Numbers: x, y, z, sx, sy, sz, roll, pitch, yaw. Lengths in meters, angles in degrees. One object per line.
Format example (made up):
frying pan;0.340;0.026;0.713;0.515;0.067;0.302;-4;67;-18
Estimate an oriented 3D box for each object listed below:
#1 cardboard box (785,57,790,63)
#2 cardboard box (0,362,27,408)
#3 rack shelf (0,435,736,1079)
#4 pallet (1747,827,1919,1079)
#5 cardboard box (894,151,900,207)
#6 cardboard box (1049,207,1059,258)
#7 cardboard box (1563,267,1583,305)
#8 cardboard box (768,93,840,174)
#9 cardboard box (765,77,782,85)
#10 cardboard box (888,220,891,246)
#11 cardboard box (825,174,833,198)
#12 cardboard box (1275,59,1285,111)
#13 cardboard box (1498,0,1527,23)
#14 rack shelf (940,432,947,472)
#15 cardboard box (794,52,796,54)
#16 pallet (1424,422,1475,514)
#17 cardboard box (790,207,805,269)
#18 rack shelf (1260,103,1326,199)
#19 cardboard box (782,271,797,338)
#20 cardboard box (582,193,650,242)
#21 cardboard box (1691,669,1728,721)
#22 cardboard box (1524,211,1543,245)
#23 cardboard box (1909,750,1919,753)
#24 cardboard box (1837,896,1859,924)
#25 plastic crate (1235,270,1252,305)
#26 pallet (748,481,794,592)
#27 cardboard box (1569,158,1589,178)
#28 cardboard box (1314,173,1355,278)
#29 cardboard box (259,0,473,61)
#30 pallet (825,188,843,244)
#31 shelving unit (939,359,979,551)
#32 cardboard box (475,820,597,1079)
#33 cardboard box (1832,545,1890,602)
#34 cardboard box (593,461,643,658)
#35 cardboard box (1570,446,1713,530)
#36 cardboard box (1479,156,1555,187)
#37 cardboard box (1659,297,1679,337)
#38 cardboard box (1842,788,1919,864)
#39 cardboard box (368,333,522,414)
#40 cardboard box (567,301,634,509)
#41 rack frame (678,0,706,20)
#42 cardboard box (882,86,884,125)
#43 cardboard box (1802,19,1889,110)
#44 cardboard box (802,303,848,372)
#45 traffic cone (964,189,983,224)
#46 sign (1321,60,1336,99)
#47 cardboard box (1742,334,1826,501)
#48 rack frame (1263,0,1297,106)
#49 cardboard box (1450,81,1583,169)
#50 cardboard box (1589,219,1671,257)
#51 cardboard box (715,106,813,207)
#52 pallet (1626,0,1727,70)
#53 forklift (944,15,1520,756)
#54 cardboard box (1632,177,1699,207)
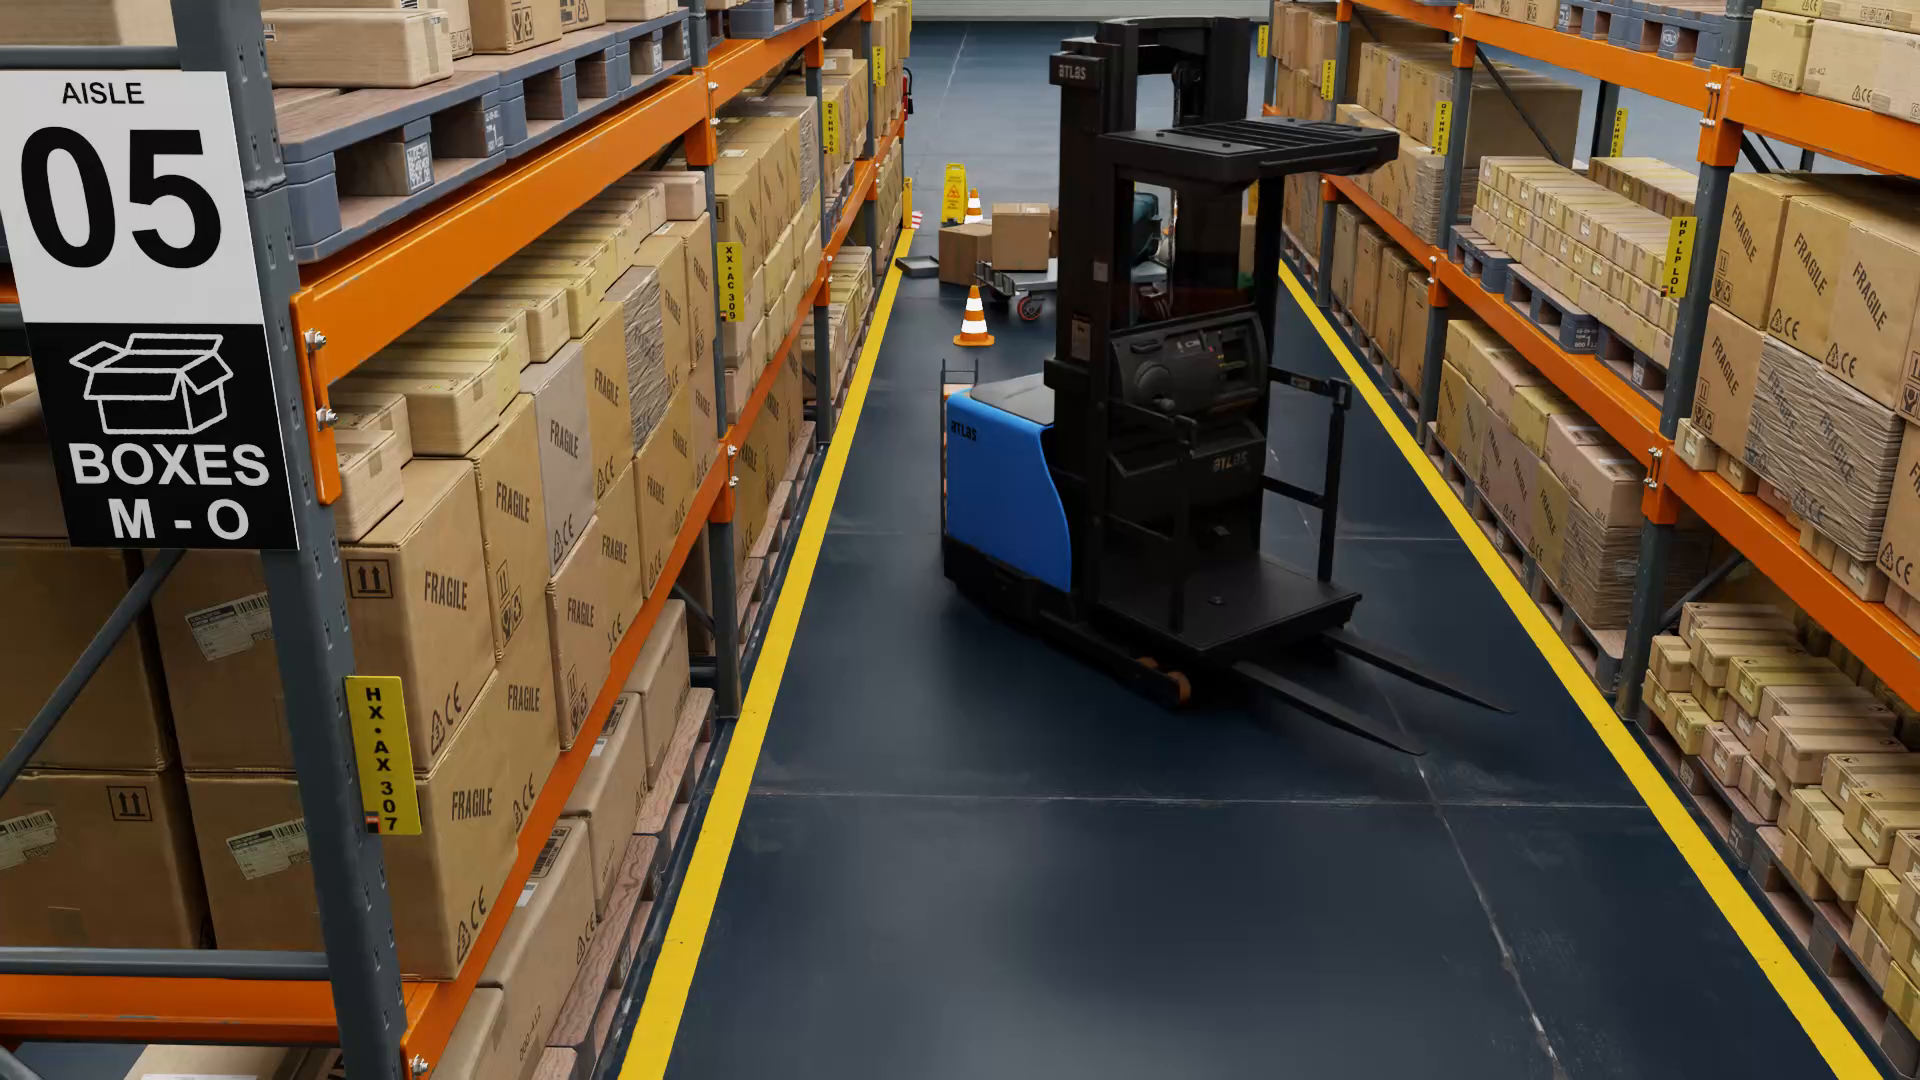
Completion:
cardboard box;-1.614;-4.026;13.731;0.380;0.149;0.250;1;21;1
cardboard box;-6.153;-0.810;10.345;0.500;0.500;0.500;0;21;1
rack shelf;-1.551;0.442;5.237;1.077;0.370;4.000;1;21;2
pallet;3.442;1.387;5.662;1.003;0.211;1.213;1;21;2
cardboard box;-0.901;-3.737;17.198;0.500;0.500;0.500;1;21;4
cardboard box;1.352;-3.128;16.895;0.797;0.503;0.637;-16;26;-35
cardboard box;3.312;-1.294;8.483;0.380;0.149;0.250;2;21;4
cardboard box;-1.114;-2.792;11.448;0.500;0.500;0.500;2;21;4
cardboard box;-1.595;-3.178;12.442;0.500;0.500;0.500;0;21;-1
cardboard box;-0.940;-3.018;16.381;0.500;0.250;0.500;0;21;1
cardboard box;-1.076;-2.457;11.481;0.380;0.149;0.250;-1;21;-2
cardboard box;3.860;-4.872;17.732;0.875;0.550;0.550;1;21;2
cardboard box;3.291;-3.105;9.100;0.500;0.500;0.500;1;21;2
rack shelf;-0.002;-0.460;9.293;0.215;0.259;0.240;1;21;2
cardboard box;-1.429;-4.785;17.164;0.500;0.500;0.500;1;21;3
pallet;3.558;-0.462;10.428;1.003;0.211;1.213;1;21;2
cardboard box;-1.136;-1.677;9.220;0.500;0.250;0.500;0;21;0
rack shelf;3.765;-3.878;16.373;1.077;0.370;4.000;1;21;2
cardboard box;-1.142;-1.255;8.825;0.500;0.250;0.500;0;21;1
cardboard box;-1.315;-1.132;5.883;0.380;0.149;0.250;1;21;2
cardboard box;3.212;0.616;6.743;0.380;0.149;0.250;1;21;2
cardboard box;3.341;-1.713;9.153;0.380;0.149;0.250;1;21;2
cardboard box;3.677;0.798;6.274;0.380;0.149;0.250;1;21;2
cardboard box;3.198;1.229;5.576;0.380;0.149;0.250;1;21;3
plastic crate;2.400;-2.284;15.076;0.450;0.188;0.662;23;29;25
pallet;-1.507;-0.038;9.335;1.003;0.211;1.213;1;21;2
cardboard box;3.866;-2.250;11.044;0.500;0.500;0.500;1;21;2
cardboard box;3.794;-2.923;15.271;0.875;0.875;0.875;1;21;2
cardboard box;-1.516;-1.310;4.016;0.500;0.311;0.500;1;21;3
pallet;-1.453;-2.232;11.399;1.213;0.211;1.003;1;21;2
shelving unit;-0.002;-0.470;9.289;0.215;1.050;0.252;1;21;2
cardboard box;-1.672;1.258;5.101;0.875;0.438;0.875;1;21;3
cardboard box;3.134;0.094;5.486;0.380;0.149;0.250;2;21;4
cardboard box;-1.290;0.065;5.077;0.500;0.500;0.500;1;21;3
cardboard box;3.231;-0.250;7.866;0.500;0.250;0.500;0;21;0
cardboard box;3.375;-2.234;10.084;0.380;0.149;0.250;1;21;2
cardboard box;3.276;-0.962;7.216;0.380;0.149;0.250;1;21;3
cardboard box;3.170;0.945;5.485;0.380;0.149;0.250;1;21;2
cardboard box;-1.275;-0.394;3.980;0.380;0.149;0.250;0;21;0
cardboard box;-1.281;-0.406;4.909;0.500;0.500;0.500;1;21;2
rack frame;-1.490;-3.413;5.885;1.000;3.000;0.127;1;21;2
cardboard box;-0.962;-4.032;15.224;0.500;0.500;0.500;1;21;1
cardboard box;3.177;-1.581;5.517;0.500;0.250;0.500;0;21;1
cardboard box;-1.326;-1.504;12.311;0.950;0.372;0.625;0;21;1
traffic cone;0.152;-3.603;18.174;0.336;0.463;0.334;1;21;2
sign;3.150;-3.937;14.222;0.100;0.325;0.005;1;21;2
cardboard box;3.186;-0.428;5.936;0.500;0.500;0.500;1;21;2
rack frame;3.826;-4.937;18.106;1.000;3.000;0.127;1;21;2
cardboard box;3.606;-2.719;10.870;0.700;0.500;0.500;1;21;1
cardboard box;3.314;-1.476;8.130;0.380;0.149;0.250;0;21;0
cardboard box;-1.130;-2.200;9.531;0.500;0.500;0.500;1;21;3
pallet;3.586;-2.131;6.988;1.213;0.211;1.003;1;21;2
forklift;1.202;-0.803;7.547;1.130;2.935;3.031;-15;26;-34
cardboard box;4.004;-1.936;9.316;0.380;0.149;0.250;1;21;3
